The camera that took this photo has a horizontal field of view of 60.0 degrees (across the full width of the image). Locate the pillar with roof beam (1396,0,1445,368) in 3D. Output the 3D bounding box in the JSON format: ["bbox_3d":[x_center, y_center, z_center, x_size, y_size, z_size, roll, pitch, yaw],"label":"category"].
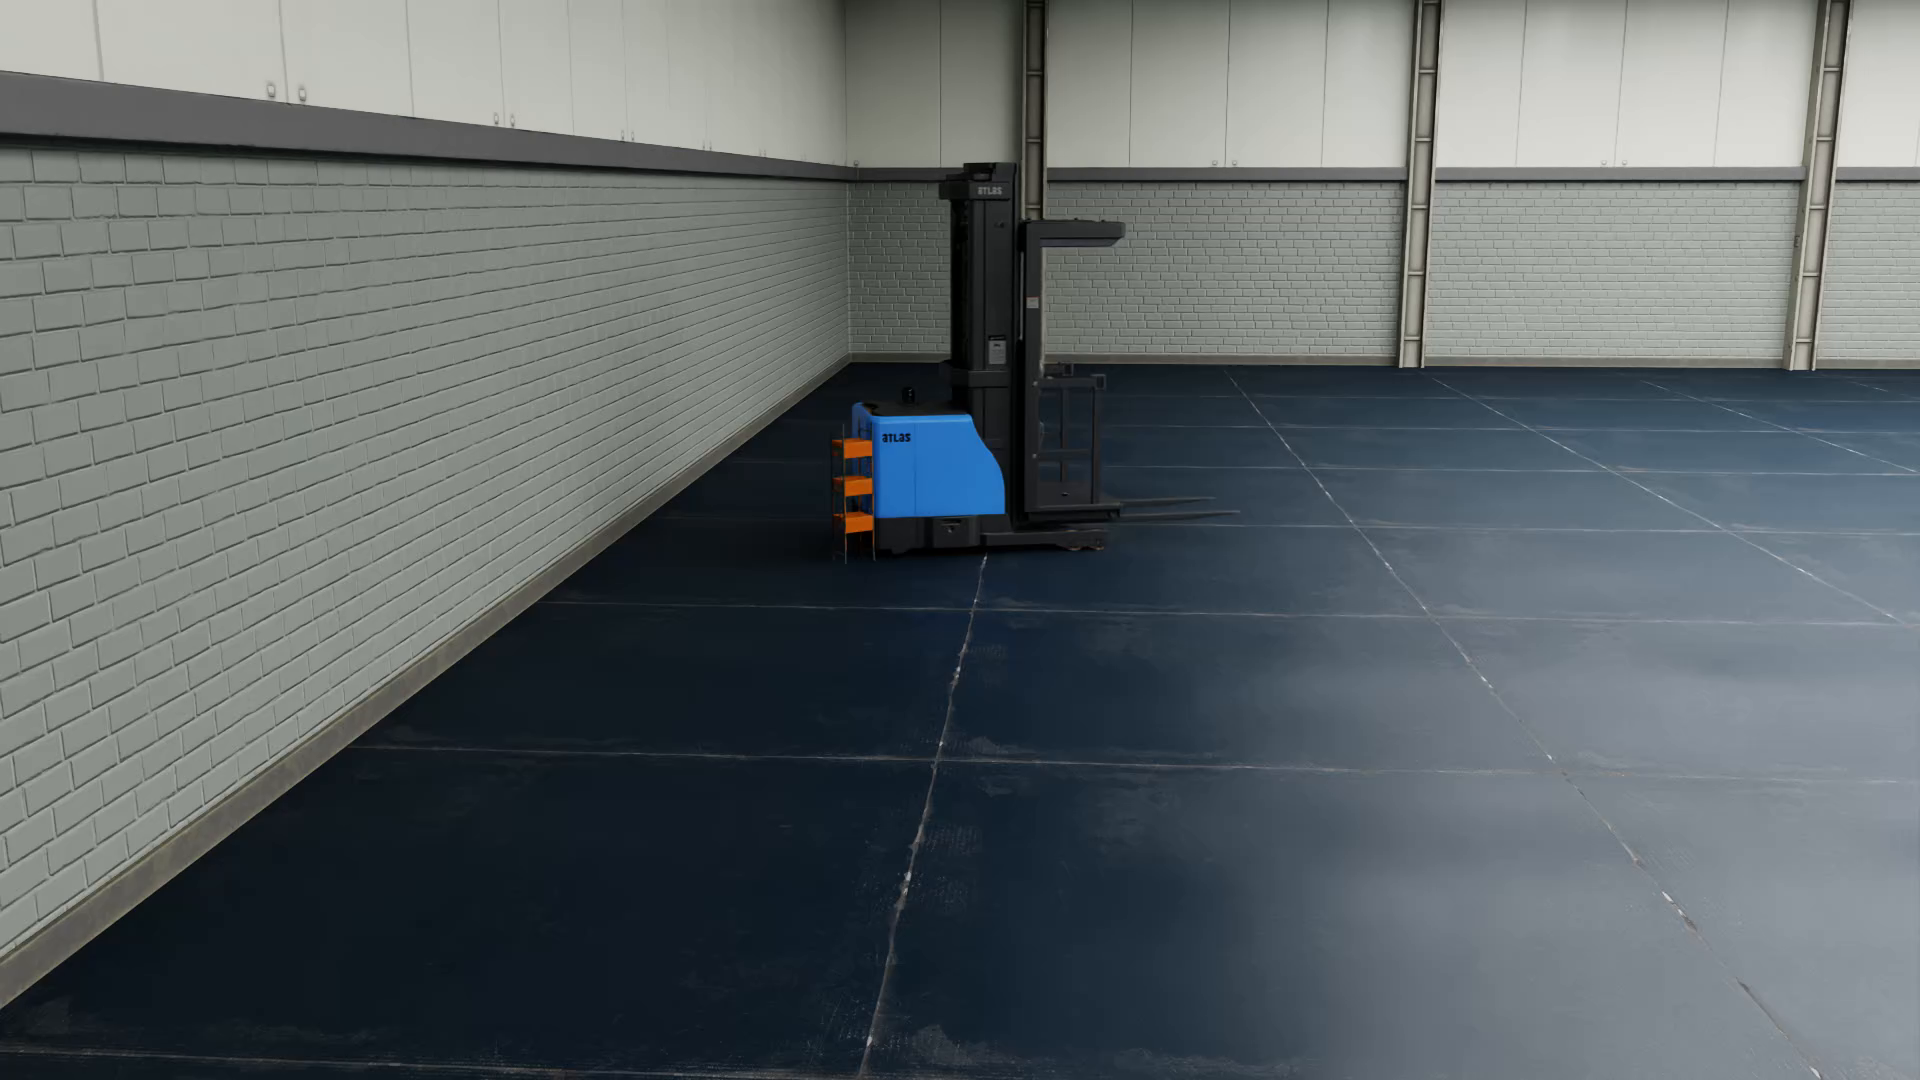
[{"bbox_3d":[6.870,-6.286,21.341,0.400,9.000,9.100,1,12,4],"label":"pillar with roof beam"}]

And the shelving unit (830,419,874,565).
[{"bbox_3d":[-0.806,-0.361,12.429,0.252,1.050,0.215,-8,14,-33],"label":"shelving unit"}]

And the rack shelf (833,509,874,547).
[{"bbox_3d":[-0.805,-0.079,12.488,0.240,0.259,0.215,-8,14,-33],"label":"rack shelf"}]

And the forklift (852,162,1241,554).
[{"bbox_3d":[0.694,-1.451,13.045,3.031,2.935,1.130,-2,12,-10],"label":"forklift"}]

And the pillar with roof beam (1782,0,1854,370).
[{"bbox_3d":[12.857,-6.204,20.949,0.400,9.000,9.100,1,12,4],"label":"pillar with roof beam"}]

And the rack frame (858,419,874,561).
[{"bbox_3d":[-0.704,-0.375,12.494,0.008,1.050,0.200,-8,14,-33],"label":"rack frame"}]

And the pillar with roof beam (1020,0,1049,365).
[{"bbox_3d":[0.883,-6.368,21.734,0.400,9.000,9.100,1,12,4],"label":"pillar with roof beam"}]

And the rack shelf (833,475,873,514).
[{"bbox_3d":[-0.806,-0.351,12.431,0.240,0.259,0.215,-8,14,-33],"label":"rack shelf"}]

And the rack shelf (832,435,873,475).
[{"bbox_3d":[-0.806,-0.628,12.372,0.240,0.259,0.215,-8,14,-33],"label":"rack shelf"}]

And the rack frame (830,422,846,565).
[{"bbox_3d":[-0.908,-0.347,12.363,0.008,1.050,0.200,-8,14,-33],"label":"rack frame"}]
